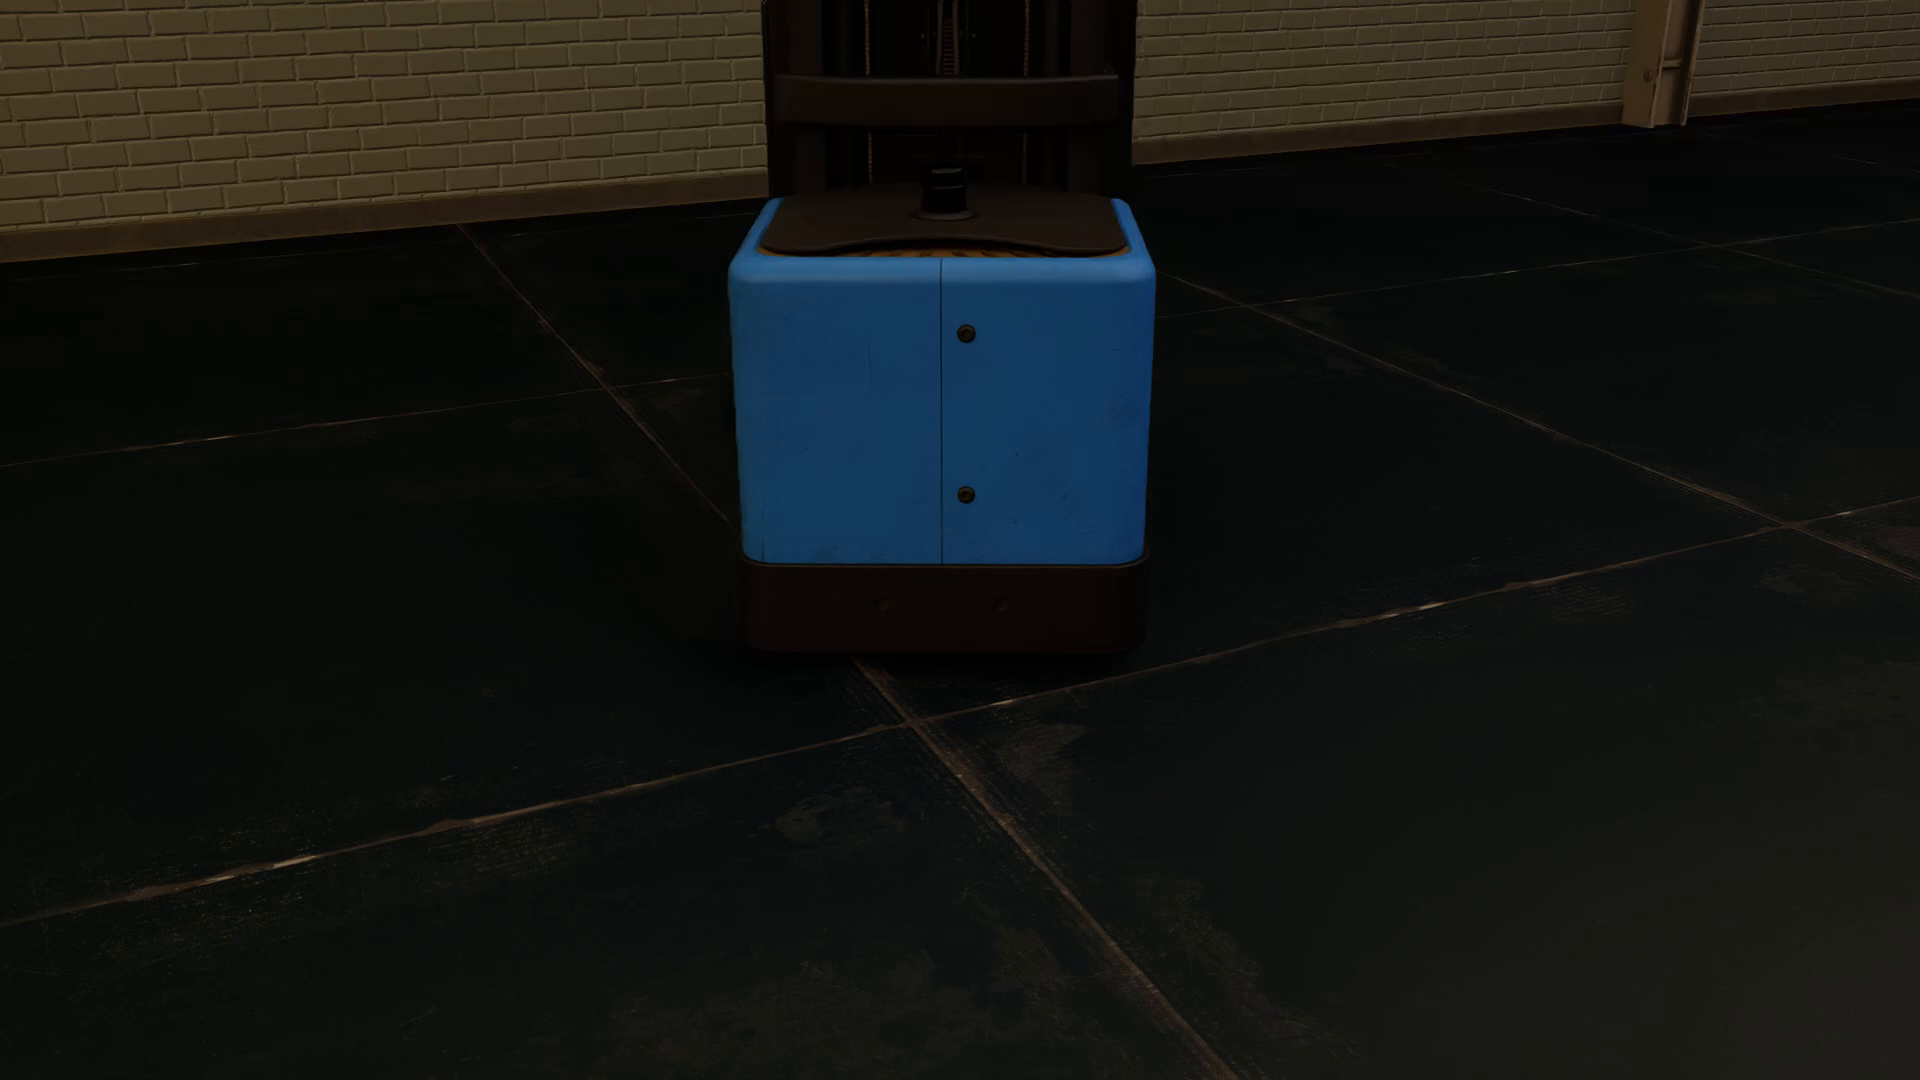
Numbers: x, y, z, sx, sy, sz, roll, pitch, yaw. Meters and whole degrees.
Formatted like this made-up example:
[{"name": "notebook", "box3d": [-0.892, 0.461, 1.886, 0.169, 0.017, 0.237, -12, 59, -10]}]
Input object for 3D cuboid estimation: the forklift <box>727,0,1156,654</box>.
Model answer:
[{"name": "forklift", "box3d": [-0.030, -1.580, 5.091, 1.130, 2.935, 3.031, 0, 23, 0]}]
